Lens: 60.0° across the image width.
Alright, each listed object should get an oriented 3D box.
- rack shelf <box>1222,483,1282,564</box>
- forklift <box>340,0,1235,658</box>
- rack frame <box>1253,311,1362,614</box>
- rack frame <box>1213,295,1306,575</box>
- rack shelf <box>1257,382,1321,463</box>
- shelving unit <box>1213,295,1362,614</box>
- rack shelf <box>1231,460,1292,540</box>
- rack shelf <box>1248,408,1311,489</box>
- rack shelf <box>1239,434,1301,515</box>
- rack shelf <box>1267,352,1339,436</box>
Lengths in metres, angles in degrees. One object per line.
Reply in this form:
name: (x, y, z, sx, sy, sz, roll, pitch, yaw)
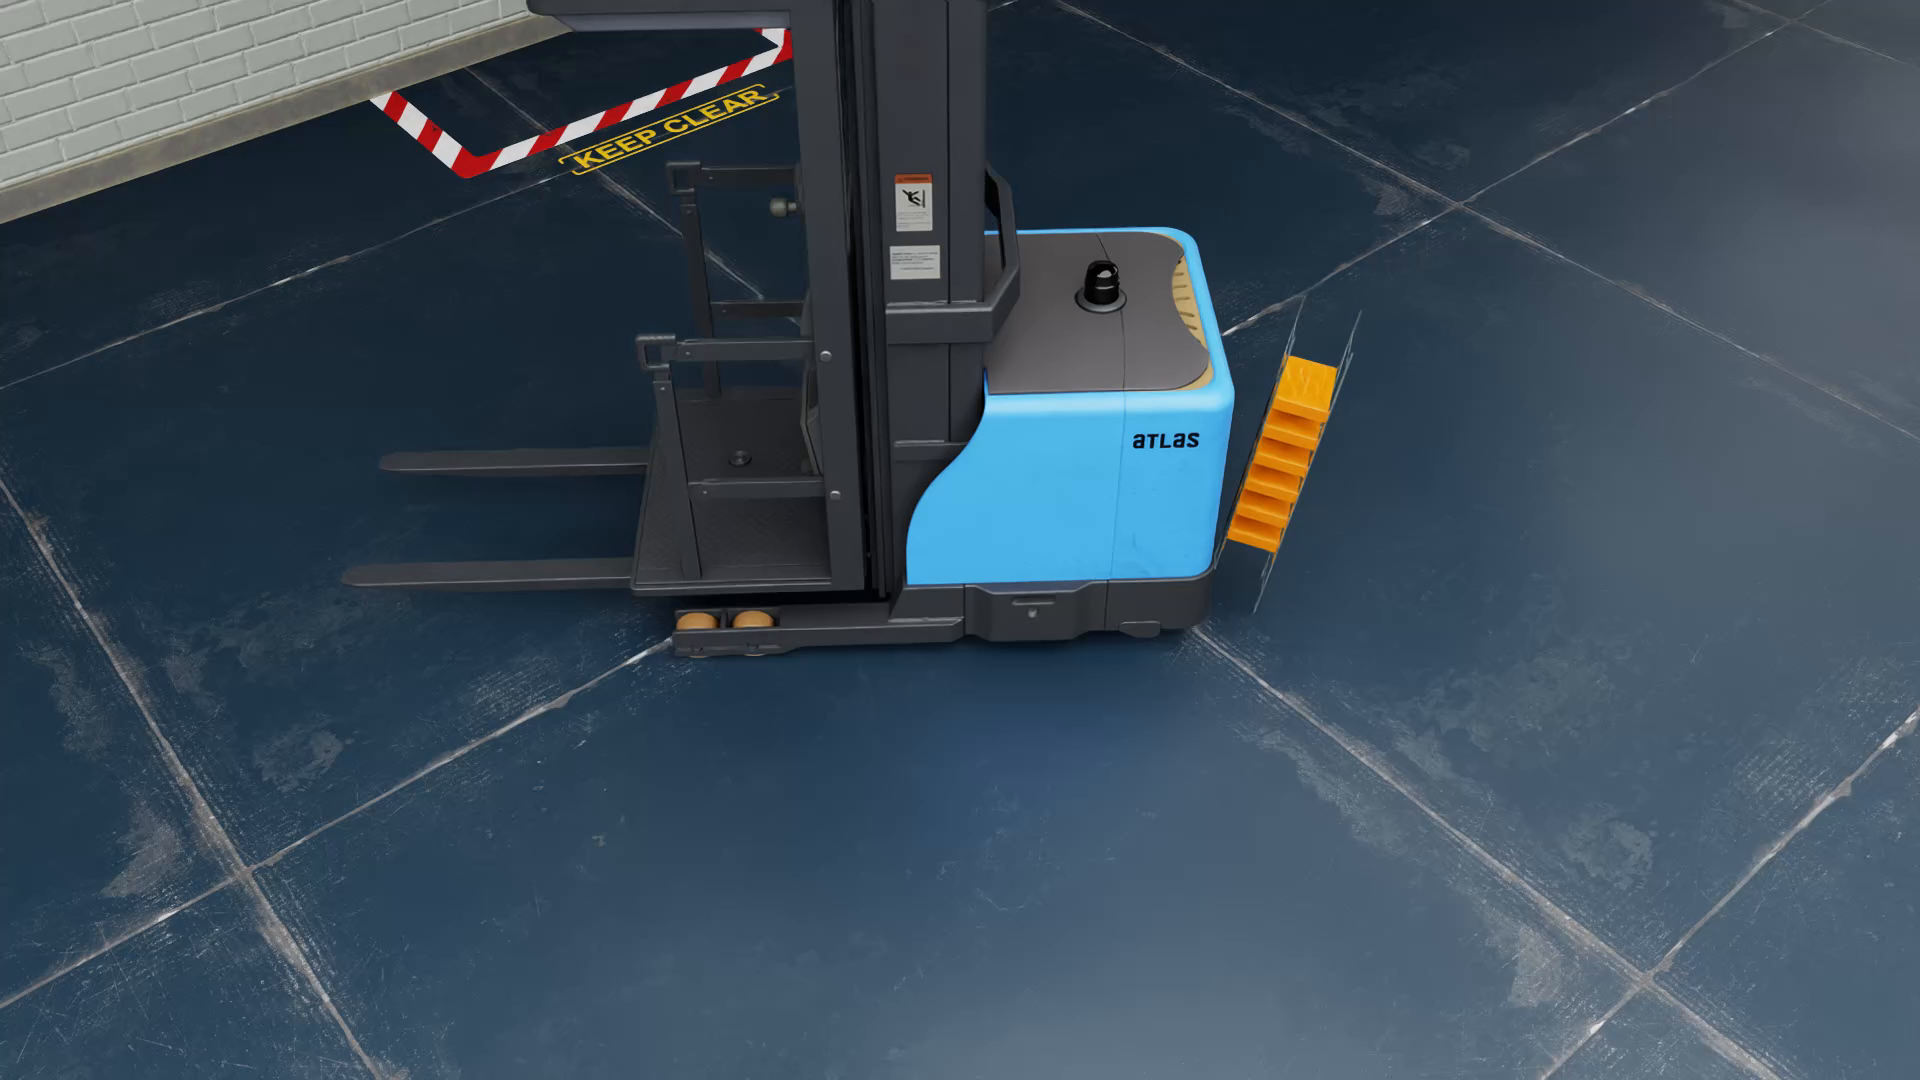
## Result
rack shelf: (1.041, -0.060, 5.837, 0.180, 0.103, 0.258, 17, 45, 6)
forklift: (-0.652, -1.027, 5.202, 3.031, 2.935, 1.130, -2, 43, -2)
rack frame: (1.164, -0.232, 5.626, 0.006, 1.200, 0.240, 17, 45, 6)
rack frame: (0.990, -0.284, 5.646, 0.006, 1.200, 0.240, 17, 45, 6)
rack shelf: (1.102, -0.394, 5.498, 0.180, 0.103, 0.258, 17, 45, 6)
shelving unit: (1.077, -0.258, 5.636, 0.189, 1.200, 0.258, 17, 45, 6)
rack shelf: (1.056, -0.143, 5.753, 0.180, 0.103, 0.258, 17, 45, 6)
rack shelf: (1.087, -0.311, 5.583, 0.180, 0.103, 0.258, 17, 45, 6)
rack shelf: (1.071, -0.227, 5.668, 0.180, 0.103, 0.258, 17, 45, 6)
rack shelf: (1.118, -0.478, 5.414, 0.180, 0.103, 0.258, 17, 45, 6)
